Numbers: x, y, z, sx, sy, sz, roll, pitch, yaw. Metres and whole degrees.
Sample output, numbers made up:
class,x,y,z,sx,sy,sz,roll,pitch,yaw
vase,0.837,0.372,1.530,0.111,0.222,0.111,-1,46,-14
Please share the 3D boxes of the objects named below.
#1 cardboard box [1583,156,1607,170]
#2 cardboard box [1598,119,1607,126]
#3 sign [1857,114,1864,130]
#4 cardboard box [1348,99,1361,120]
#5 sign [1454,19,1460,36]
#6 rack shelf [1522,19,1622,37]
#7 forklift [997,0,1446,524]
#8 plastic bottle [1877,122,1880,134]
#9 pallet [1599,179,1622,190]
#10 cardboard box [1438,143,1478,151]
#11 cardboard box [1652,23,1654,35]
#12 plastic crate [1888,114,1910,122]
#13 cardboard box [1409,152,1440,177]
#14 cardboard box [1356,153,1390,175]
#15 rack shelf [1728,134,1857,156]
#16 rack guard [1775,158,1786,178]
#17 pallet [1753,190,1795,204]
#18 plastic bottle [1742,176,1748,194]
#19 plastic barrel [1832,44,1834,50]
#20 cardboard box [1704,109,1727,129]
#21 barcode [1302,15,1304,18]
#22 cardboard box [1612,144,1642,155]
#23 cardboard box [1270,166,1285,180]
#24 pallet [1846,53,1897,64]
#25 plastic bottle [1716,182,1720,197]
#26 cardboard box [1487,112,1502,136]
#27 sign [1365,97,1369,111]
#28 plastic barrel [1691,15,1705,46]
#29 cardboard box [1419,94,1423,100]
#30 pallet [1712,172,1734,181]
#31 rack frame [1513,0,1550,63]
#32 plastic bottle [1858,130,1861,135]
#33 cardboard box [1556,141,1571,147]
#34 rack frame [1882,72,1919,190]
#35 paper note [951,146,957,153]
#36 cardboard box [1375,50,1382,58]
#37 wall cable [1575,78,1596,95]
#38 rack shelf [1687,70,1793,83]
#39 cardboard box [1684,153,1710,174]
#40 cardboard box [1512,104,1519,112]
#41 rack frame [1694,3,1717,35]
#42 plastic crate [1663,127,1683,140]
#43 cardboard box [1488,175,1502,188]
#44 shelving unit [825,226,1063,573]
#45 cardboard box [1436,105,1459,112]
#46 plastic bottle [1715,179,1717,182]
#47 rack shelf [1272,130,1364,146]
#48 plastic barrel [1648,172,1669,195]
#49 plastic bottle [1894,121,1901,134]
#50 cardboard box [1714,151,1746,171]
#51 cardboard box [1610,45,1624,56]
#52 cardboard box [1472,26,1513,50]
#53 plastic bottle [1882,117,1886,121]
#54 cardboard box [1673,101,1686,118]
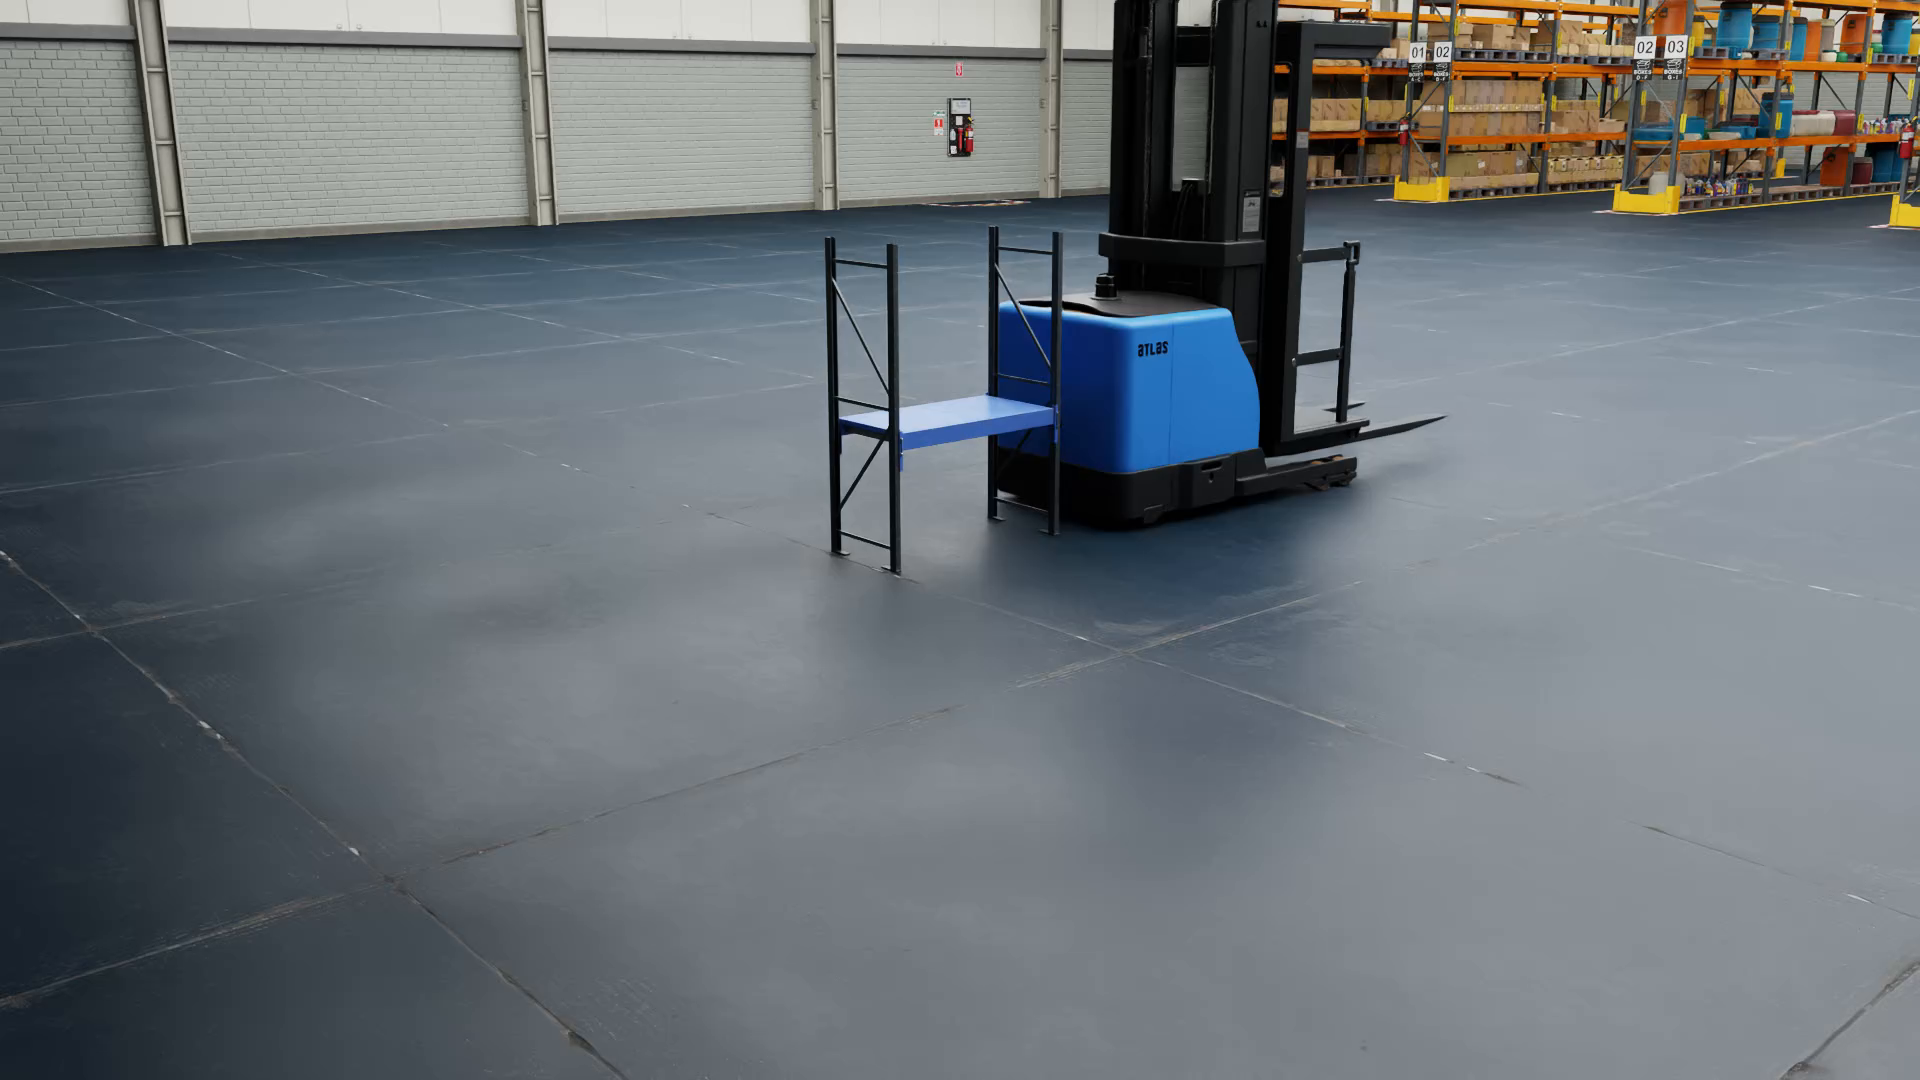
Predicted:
class,x,y,z,sx,sy,sz,roll,pitch,yaw
cardboard box,14.793,-8.833,38.934,0.500,0.311,0.500,-13,20,-40
cardboard box,14.995,-9.842,39.455,0.500,0.311,0.500,-13,20,-40
sign,19.412,-9.007,35.840,0.005,0.325,0.100,-13,19,-39
cardboard box,9.371,-10.444,40.336,0.500,0.500,0.500,-13,20,-39
sign,10.121,-10.444,33.878,0.005,0.325,0.100,-13,19,-39
rack shelf,17.068,-14.336,46.653,4.000,0.370,1.077,-13,19,-39
forklift,1.622,-1.786,9.256,3.031,2.935,1.130,-12,19,-38
plastic bottle,20.387,-9.153,36.952,0.097,0.271,0.097,0,15,0
pallet,15.150,-8.520,39.736,1.213,0.211,1.003,-13,19,-39
cardboard box,13.183,-10.226,44.072,0.750,0.750,0.750,-13,20,-40
cardboard box,16.515,-12.138,39.936,0.500,0.500,0.500,-13,19,-39
plastic crate,22.191,-9.878,39.333,0.575,0.384,0.392,-13,19,-39
cardboard box,9.971,-8.029,35.557,0.500,0.500,0.500,-13,19,-39
cardboard box,10.426,-9.515,42.050,0.500,0.500,0.700,-13,20,-40
rack shelf,17.537,-8.347,35.082,4.000,0.370,1.077,-13,19,-39
rack guard,21.774,-10.133,45.218,0.348,0.500,1.175,-13,19,-39
pallet,16.595,-7.149,34.607,1.213,0.211,1.003,-13,19,-39
plastic bottle,15.731,-7.124,33.387,0.185,0.351,0.144,-13,20,-41
plastic barrel,18.610,-10.544,35.882,0.421,0.512,0.421,0,15,0
cardboard box,19.377,-10.758,42.518,0.500,0.500,0.500,-12,19,-38
barcode,8.194,-12.500,39.740,0.075,0.075,0.001,-13,19,-39
cardboard box,16.388,-9.580,40.842,0.500,0.250,0.500,-12,19,-37
cardboard box,7.518,-8.717,39.429,0.500,0.311,0.500,-11,18,-35
pallet,19.687,-10.502,36.308,1.213,0.211,1.003,-13,19,-39
plastic bottle,14.841,-6.877,32.619,0.097,0.271,0.097,0,15,0
cardboard box,11.288,-9.031,36.054,0.500,0.500,0.700,-12,19,-38
sign,9.886,-10.599,40.439,0.005,0.325,0.100,-13,19,-39
plastic barrel,13.787,-9.639,31.534,0.600,0.588,0.600,0,15,0
cardboard box,12.068,-11.415,42.869,0.380,0.149,0.250,12,19,38
pallet,19.333,-9.445,43.201,1.213,0.211,1.003,-13,19,-39
rack frame,15.559,-14.538,45.240,0.127,3.000,1.000,-13,19,-39
plastic bottle,19.584,-8.984,36.312,0.135,0.276,0.152,-13,19,-39
cardboard box,17.315,-11.377,47.802,0.250,0.149,0.380,-12,19,-39
rack frame,22.063,-9.711,38.794,0.127,3.000,1.000,-13,19,-39
paper note,-0.127,-8.024,34.186,0.142,0.148,0.016,-13,19,-39
cardboard box,9.989,-12.062,40.775,0.500,0.500,0.500,-9,18,-32
wall cable,18.922,-13.209,49.922,1.851,1.984,0.084,-13,19,-39
rack shelf,20.323,-12.117,43.381,4.000,0.370,1.077,-13,19,-39
cardboard box,18.630,-9.542,42.150,0.500,0.500,0.500,-13,20,-40
cardboard box,11.946,-9.423,36.264,0.250,0.149,0.380,-13,20,-40
rack frame,18.814,-13.575,41.632,0.127,3.000,1.000,-13,19,-39
plastic crate,13.685,-7.859,32.146,0.408,0.251,0.499,-13,19,-39
cardboard box,11.445,-7.819,36.225,0.500,0.250,0.500,-13,19,-39
shelving unit,-0.064,-0.710,8.002,1.048,1.500,0.538,-13,19,-39
cardboard box,10.199,-9.030,34.791,0.250,0.149,0.380,-13,20,-40
plastic bottle,15.344,-7.207,33.829,0.133,0.283,0.061,-13,19,-39
rack shelf,8.016,-9.598,39.765,4.000,0.370,1.077,-13,19,-39
plastic barrel,13.457,-6.806,31.924,0.421,0.512,0.421,0,15,0
plastic bottle,21.220,-9.352,37.688,0.135,0.276,0.152,-13,19,-39
cardboard box,20.228,-10.002,43.867,0.637,0.503,0.797,-13,19,-39
cardboard box,15.108,-11.398,38.773,0.500,0.250,0.500,-12,19,-38
cardboard box,11.454,-10.836,35.908,0.637,0.503,0.797,-10,18,-33
plastic bottle,21.554,-9.684,38.788,0.185,0.351,0.144,-13,19,-39
cardboard box,17.522,-10.616,41.174,0.700,0.500,0.500,10,18,33
